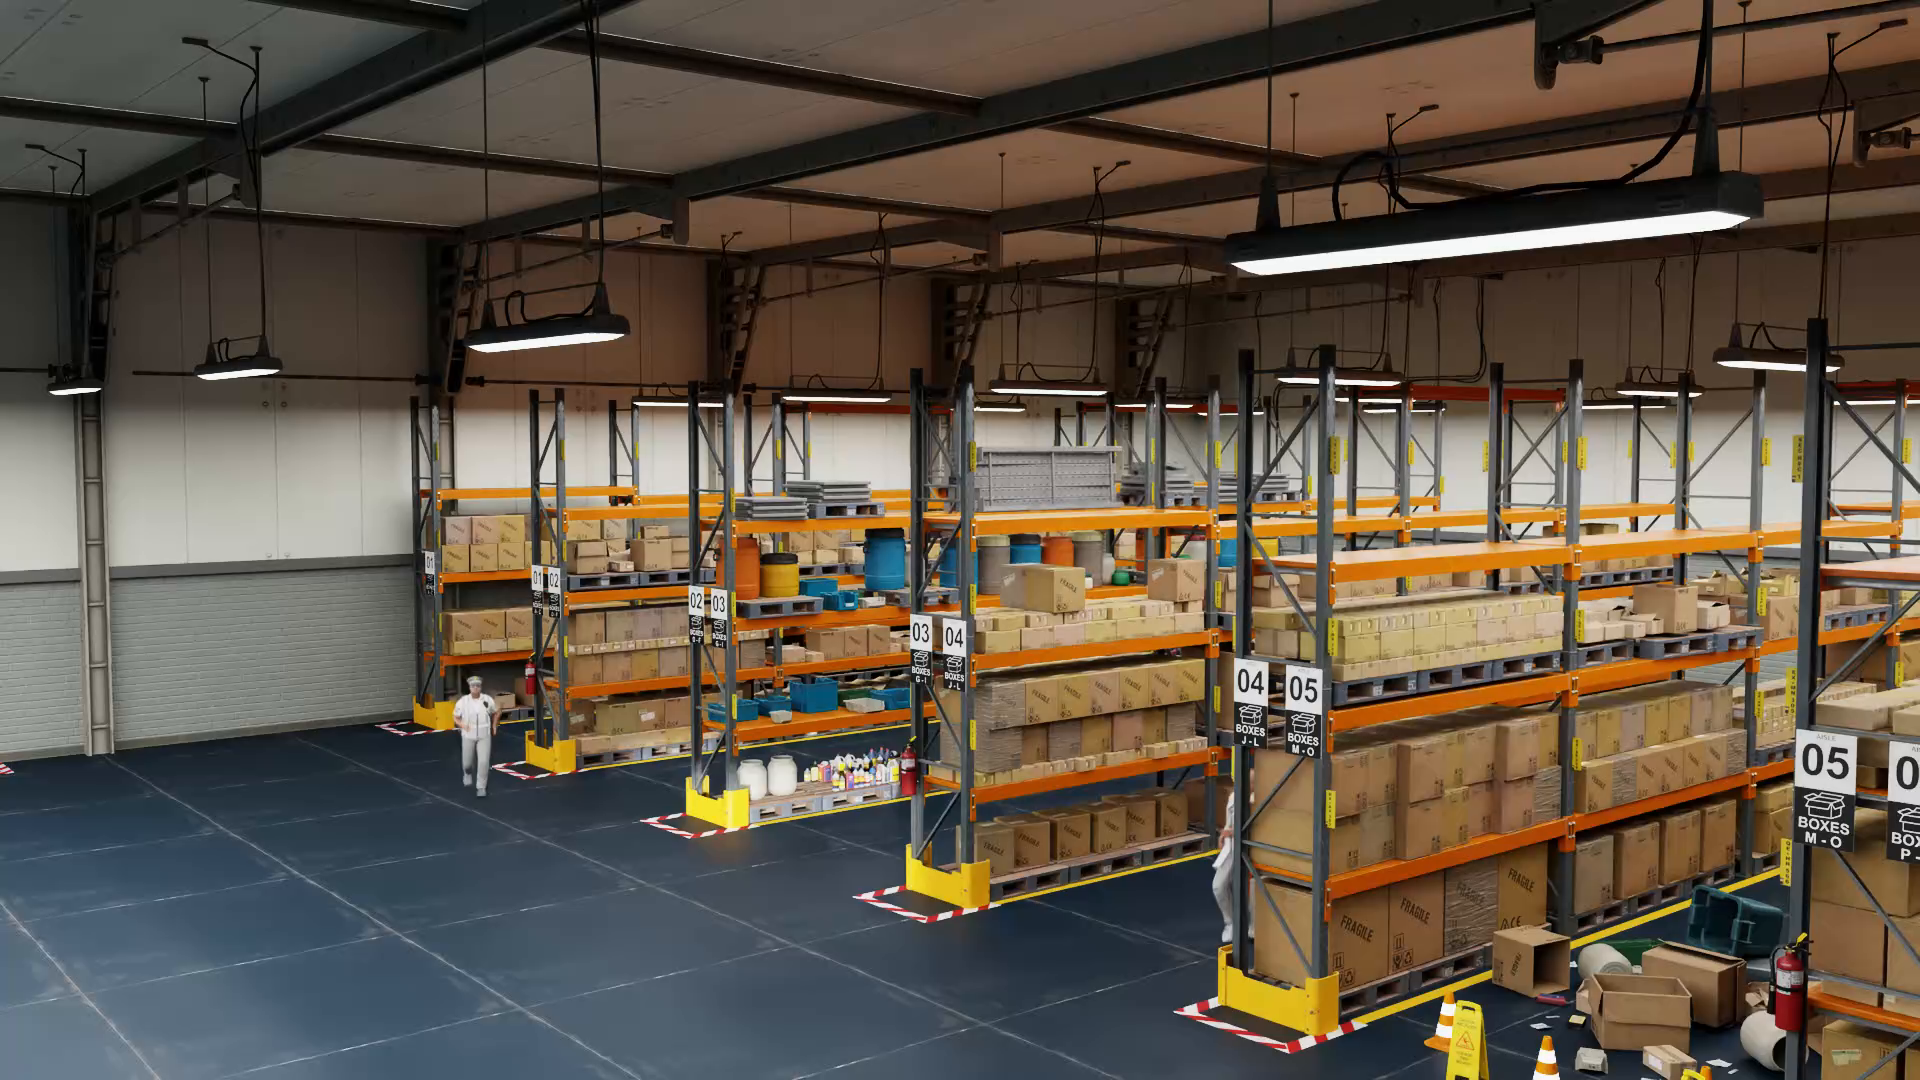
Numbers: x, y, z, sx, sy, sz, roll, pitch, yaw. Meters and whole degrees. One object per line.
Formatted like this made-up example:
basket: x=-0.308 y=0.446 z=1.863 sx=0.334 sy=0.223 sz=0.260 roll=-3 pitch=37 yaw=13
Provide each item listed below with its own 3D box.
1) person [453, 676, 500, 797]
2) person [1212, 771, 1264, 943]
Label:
person: x=-7.084 y=2.852 z=24.393 sx=0.670 sy=1.738 sz=0.764 roll=-1 pitch=4 yaw=-21
person: x=2.908 y=3.266 z=17.158 sx=0.676 sy=1.795 sz=0.780 roll=3 pitch=5 yaw=44
